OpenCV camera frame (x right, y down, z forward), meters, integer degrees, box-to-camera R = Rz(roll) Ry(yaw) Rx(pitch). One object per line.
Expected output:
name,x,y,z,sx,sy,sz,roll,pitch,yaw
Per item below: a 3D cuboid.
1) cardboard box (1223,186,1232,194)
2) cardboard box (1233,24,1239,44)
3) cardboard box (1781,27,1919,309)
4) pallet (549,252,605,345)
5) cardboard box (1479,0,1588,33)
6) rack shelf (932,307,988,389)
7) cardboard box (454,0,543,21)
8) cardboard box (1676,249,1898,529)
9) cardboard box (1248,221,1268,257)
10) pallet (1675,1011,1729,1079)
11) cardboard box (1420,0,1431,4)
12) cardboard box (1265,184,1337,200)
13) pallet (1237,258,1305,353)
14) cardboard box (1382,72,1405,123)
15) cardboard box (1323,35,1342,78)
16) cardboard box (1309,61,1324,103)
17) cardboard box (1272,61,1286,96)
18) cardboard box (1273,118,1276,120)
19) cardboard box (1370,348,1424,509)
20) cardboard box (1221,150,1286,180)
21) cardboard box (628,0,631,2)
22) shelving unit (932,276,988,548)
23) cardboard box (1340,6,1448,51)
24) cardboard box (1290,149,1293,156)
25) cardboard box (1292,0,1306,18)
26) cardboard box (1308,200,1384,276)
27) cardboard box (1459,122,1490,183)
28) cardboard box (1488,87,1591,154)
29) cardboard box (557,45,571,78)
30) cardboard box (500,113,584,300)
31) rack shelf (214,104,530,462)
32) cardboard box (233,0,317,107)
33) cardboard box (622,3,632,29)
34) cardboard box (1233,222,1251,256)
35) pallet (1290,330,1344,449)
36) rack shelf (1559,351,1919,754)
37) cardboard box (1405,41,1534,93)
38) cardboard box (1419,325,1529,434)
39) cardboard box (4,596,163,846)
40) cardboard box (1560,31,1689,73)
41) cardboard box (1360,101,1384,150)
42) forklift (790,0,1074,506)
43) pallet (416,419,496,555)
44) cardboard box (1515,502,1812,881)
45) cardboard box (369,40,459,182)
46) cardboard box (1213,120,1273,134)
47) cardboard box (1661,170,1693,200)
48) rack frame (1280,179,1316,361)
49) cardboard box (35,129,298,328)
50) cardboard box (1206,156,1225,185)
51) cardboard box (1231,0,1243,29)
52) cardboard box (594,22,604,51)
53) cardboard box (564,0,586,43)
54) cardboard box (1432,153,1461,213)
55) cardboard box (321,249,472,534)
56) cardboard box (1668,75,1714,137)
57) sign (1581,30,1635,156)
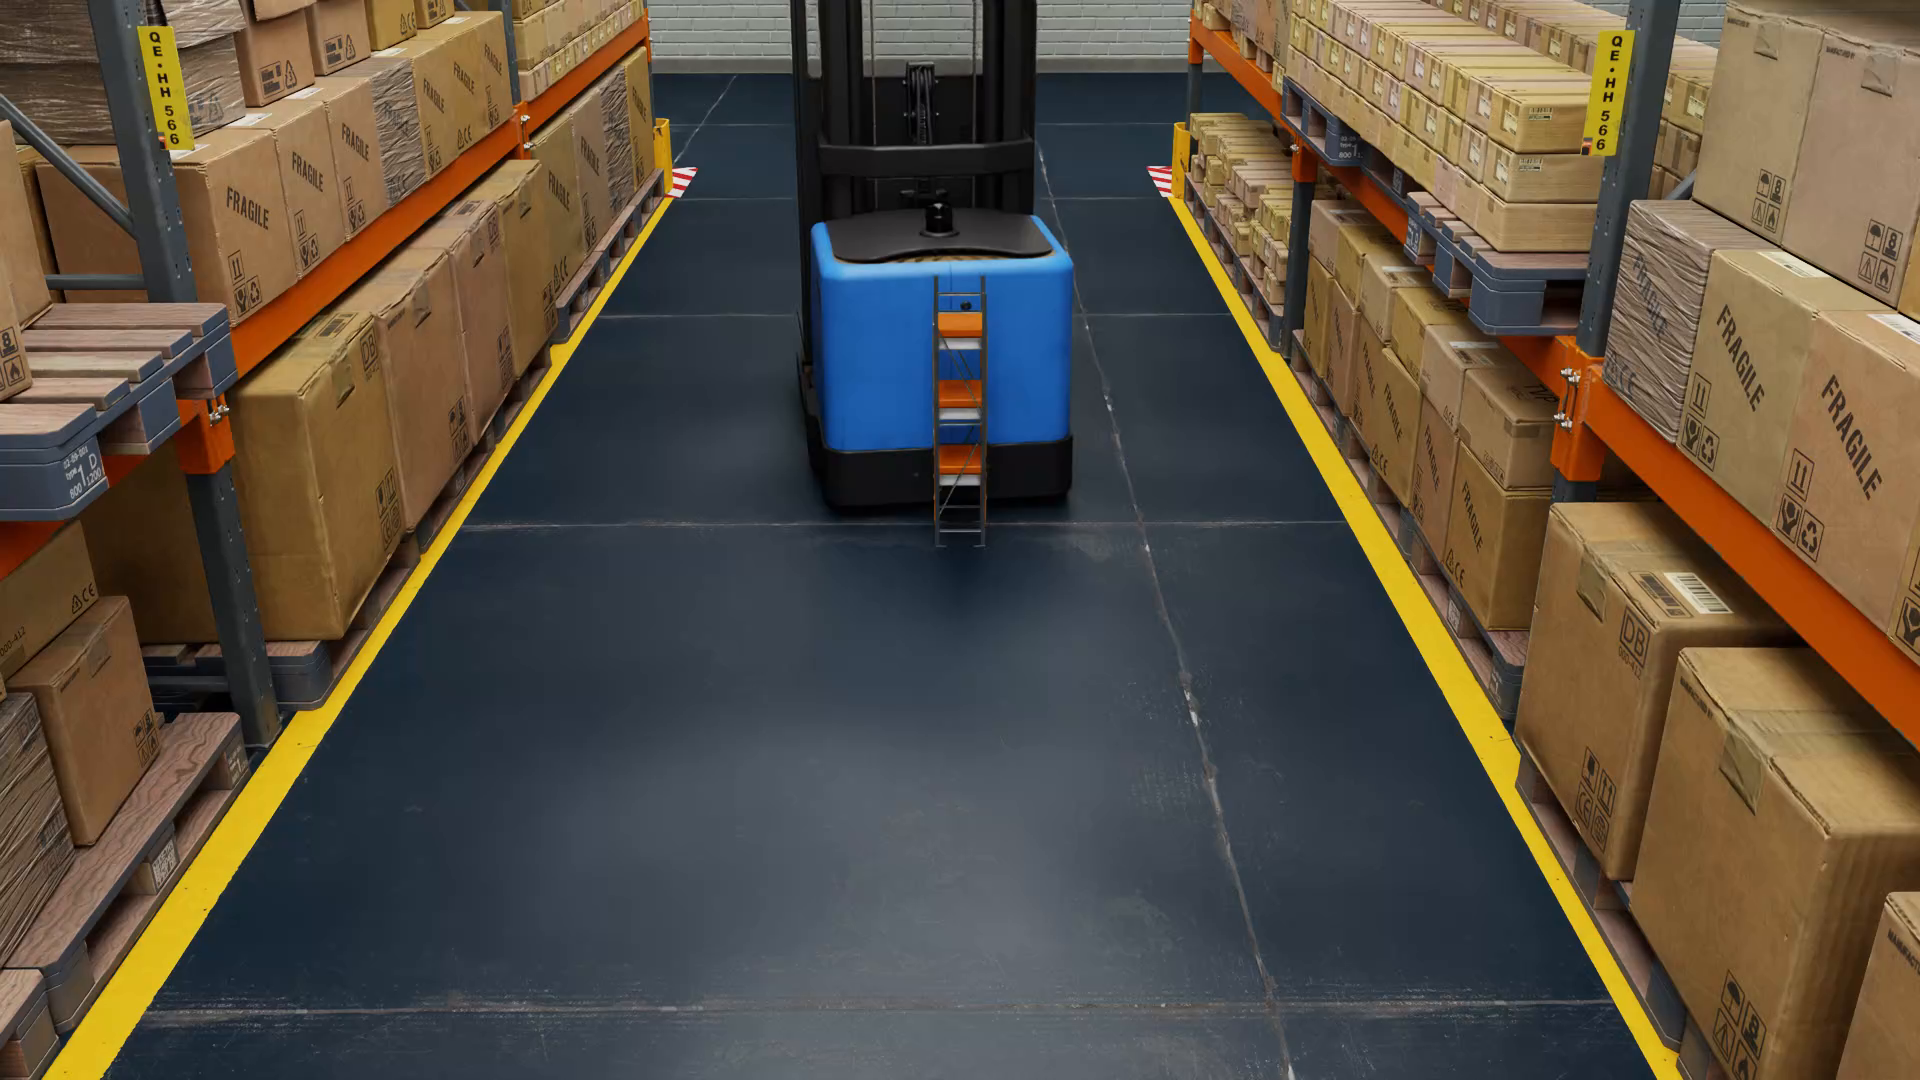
cardboard box,1.953,-2.253,11.042,0.380,0.149,0.250,0,24,0
cardboard box,1.944,-3.214,10.520,0.380,0.149,0.250,-1,24,-2
cardboard box,2.271,-0.810,3.566,0.700,0.500,0.500,-1,24,-1
pallet,-2.665,-1.413,9.618,1.003,0.211,1.213,0,24,-1
cardboard box,2.433,-2.209,7.066,0.380,0.149,0.250,0,24,-1
rack shelf,-0.001,-0.749,6.470,0.215,0.259,0.240,0,24,-1
cardboard box,-2.485,-2.977,8.604,0.500,0.500,0.500,0,24,-1
cardboard box,2.013,-0.352,3.767,0.500,0.500,0.500,0,24,-1
cardboard box,1.868,-1.729,9.521,0.380,0.149,0.250,-1,24,-2
pallet,2.213,1.395,3.409,1.003,0.211,1.213,0,24,-1
cardboard box,2.472,-2.737,8.679,0.500,0.500,0.500,-1,24,-2
cardboard box,1.984,-1.974,9.703,0.380,0.149,0.250,1,24,1
pallet,2.183,-1.357,9.493,1.003,0.211,1.213,0,24,-1
cardboard box,1.792,-1.648,6.187,0.380,0.149,0.250,0,24,1
cardboard box,1.781,-2.078,7.139,0.380,0.149,0.250,-1,24,-3
cardboard box,1.778,-2.046,7.428,0.380,0.149,0.250,0,24,0
cardboard box,1.877,-2.458,8.850,0.380,0.149,0.250,-1,24,-2
cardboard box,2.441,-2.945,11.850,0.380,0.149,0.250,0,24,0
cardboard box,1.977,-0.456,6.643,0.500,0.500,0.500,-1,24,-3
cardboard box,1.882,-2.403,10.650,0.380,0.149,0.250,0,24,0
cardboard box,-2.508,-3.887,11.525,0.500,0.250,0.500,-1,24,-1
shelving unit,-0.001,-0.500,6.582,0.215,1.050,0.252,0,24,-1
cardboard box,1.783,-2.105,6.838,0.380,0.149,0.250,0,24,-1
cardboard box,2.481,-2.596,11.440,0.380,0.149,0.250,-1,24,-3
cardboard box,1.770,-2.534,7.786,0.380,0.149,0.250,1,24,2
cardboard box,1.970,-1.439,7.905,0.500,0.250,0.500,-1,24,-3
cardboard box,1.804,-1.226,5.255,0.380,0.149,0.250,1,24,1
cardboard box,1.806,-1.250,4.947,0.380,0.149,0.250,-1,24,-3
cardboard box,-2.417,-2.704,9.393,0.380,0.149,0.250,-1,24,-2
cardboard box,-2.662,-1.865,9.303,0.875,0.875,0.875,0,24,-1
rack shelf,-2.713,-1.218,6.676,1.077,0.370,4.000,0,24,-1
cardboard box,-2.688,-1.794,5.738,0.797,0.503,0.637,0,24,1
cardboard box,-2.439,-3.547,11.258,0.380,0.149,0.250,0,24,0
cardboard box,1.869,-1.829,10.105,0.380,0.149,0.250,0,24,-1
pallet,2.236,-0.759,8.172,1.003,0.211,1.213,0,24,-1
rack shelf,2.291,0.450,2.989,1.077,0.370,4.000,0,24,-1
cardboard box,1.799,-1.671,5.878,0.380,0.149,0.250,0,24,-1
cardboard box,1.983,-0.585,6.017,0.500,0.250,0.500,0,24,0
cardboard box,-2.664,0.493,4.520,0.700,0.500,0.500,-2,24,-3
cardboard box,2.442,-1.783,6.126,0.380,0.149,0.250,0,24,1
cardboard box,1.789,-1.621,6.490,0.380,0.149,0.250,-1,24,-3
forklift,-0.237,-2.052,7.730,1.130,2.935,3.031,-3,25,-7
pallet,-2.635,-0.278,7.108,1.003,0.211,1.213,0,24,-1
cardboard box,2.186,0.383,4.484,1.050,0.750,0.750,-1,24,-1
cardboard box,-2.446,-1.805,6.979,0.500,0.500,0.500,-1,24,-1
cardboard box,1.971,-2.832,11.599,0.380,0.149,0.250,0,24,0
cardboard box,2.463,-1.075,5.282,0.380,0.149,0.250,1,24,2
rack frame,2.226,-2.350,8.307,1.000,3.000,0.127,0,24,-1
cardboard box,-2.425,-0.969,5.130,0.500,0.500,0.500,0,24,1
cardboard box,1.863,-2.490,11.204,0.380,0.149,0.250,0,24,1
cardboard box,1.946,-3.361,10.060,0.500,0.500,0.500,-1,24,-2
cardboard box,-2.429,-3.128,10.332,0.380,0.149,0.250,0,24,0
cardboard box,-2.490,-3.050,9.675,0.500,0.250,0.500,0,24,1
cardboard box,1.800,-1.189,5.533,0.380,0.149,0.250,0,24,0
cardboard box,-2.680,-0.597,6.498,1.225,0.875,0.875,0,24,0
cardboard box,2.452,-1.352,5.173,0.380,0.149,0.250,-1,24,-2
sign,1.727,-1.187,4.426,0.100,0.325,0.005,0,24,-1
